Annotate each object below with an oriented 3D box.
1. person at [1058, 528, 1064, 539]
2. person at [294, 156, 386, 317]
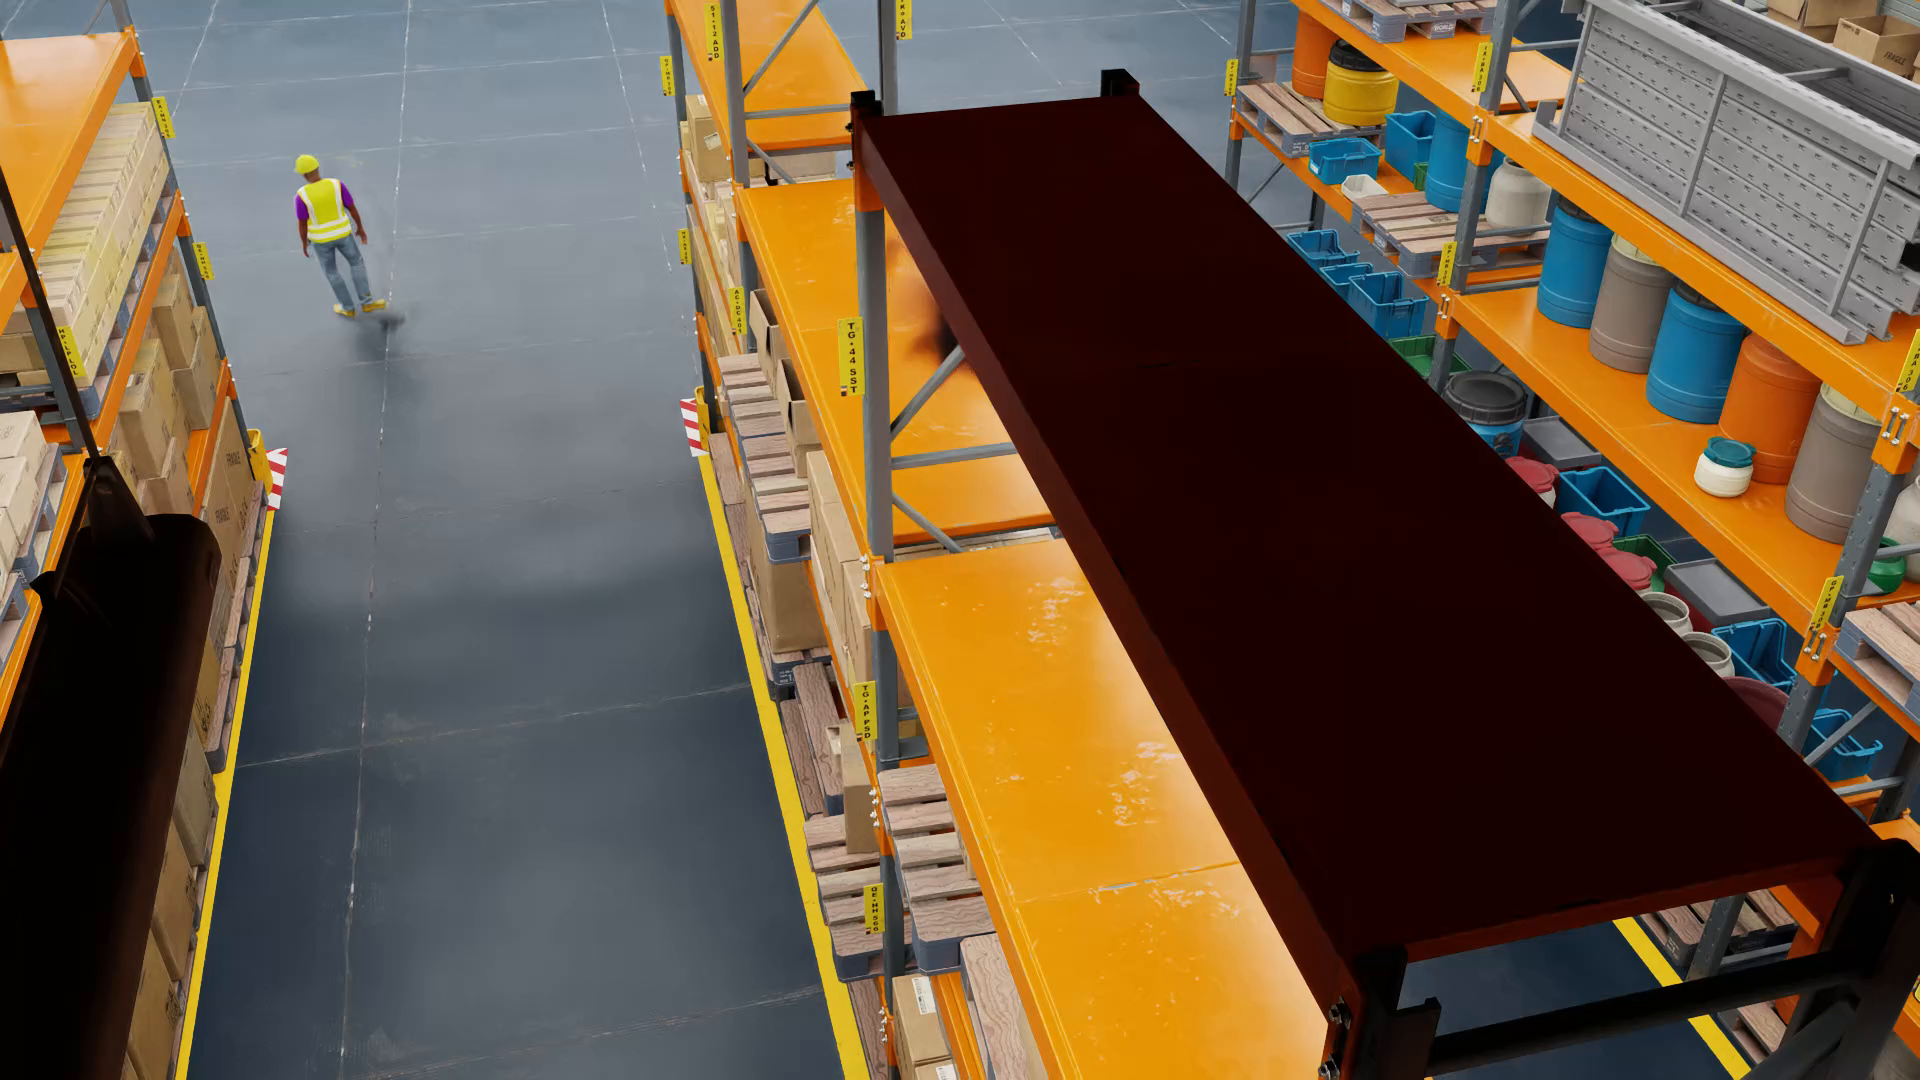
[{"bbox_3d":[0.874,0.749,11.599,0.701,1.688,0.978,-8,35,-12],"label":"person"},{"bbox_3d":[-6.417,-3.113,17.088,0.671,1.749,0.488,-21,40,-28],"label":"person"}]
